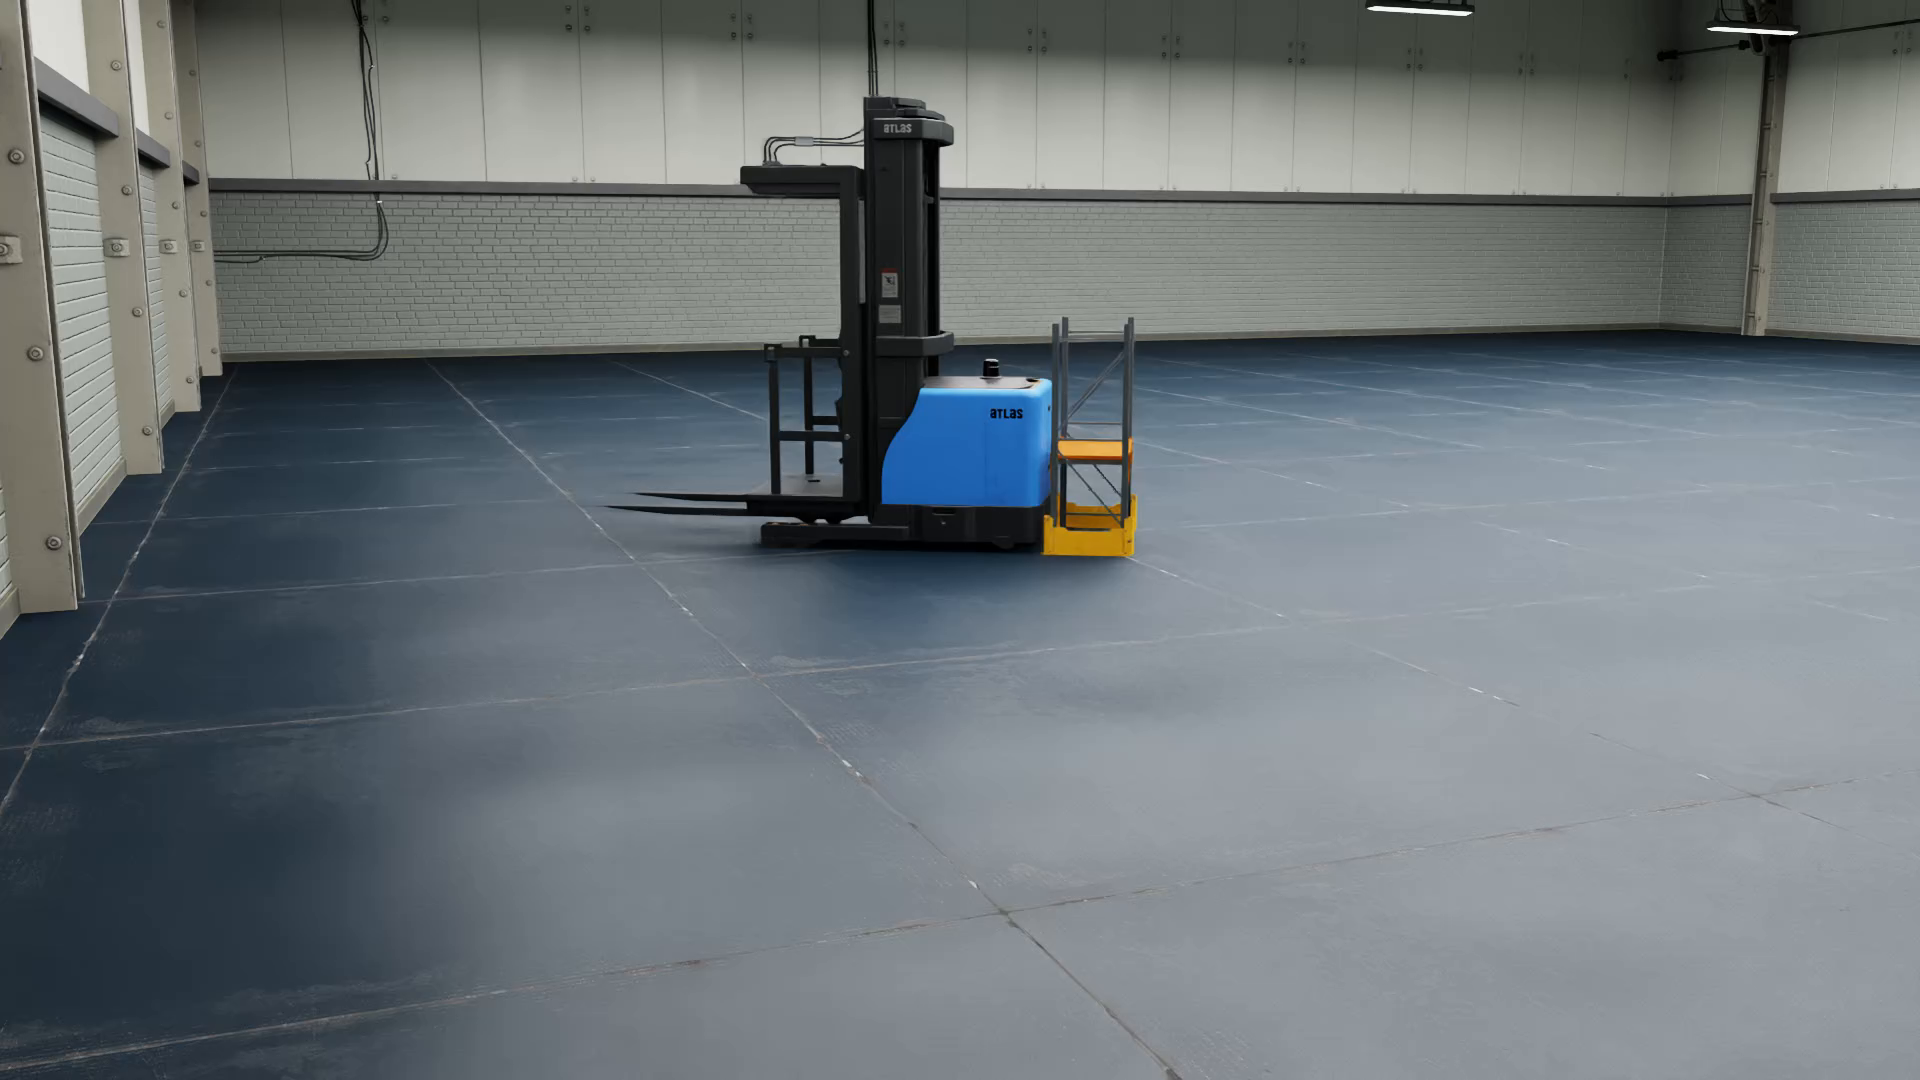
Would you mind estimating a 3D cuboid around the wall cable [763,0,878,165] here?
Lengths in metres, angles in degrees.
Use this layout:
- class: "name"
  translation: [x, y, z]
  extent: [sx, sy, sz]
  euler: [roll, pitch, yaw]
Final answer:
- class: "wall cable"
  translation: [-2.634, -9.843, 31.351]
  extent: [2.305, 6.003, 0.169]
  euler: [-4, 11, -21]

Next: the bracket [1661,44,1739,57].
- class: "bracket"
  translation: [16.580, -11.111, 37.911]
  extent: [0.076, 0.066, 3.189]
  euler: [-4, 11, -21]

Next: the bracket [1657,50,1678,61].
- class: "bracket"
  translation: [16.366, -11.207, 38.453]
  extent: [0.235, 0.232, 0.430]
  euler: [-4, 11, -21]

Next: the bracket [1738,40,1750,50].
- class: "bracket"
  translation: [17.225, -10.821, 36.278]
  extent: [0.235, 0.232, 0.430]
  euler: [-4, 11, -21]

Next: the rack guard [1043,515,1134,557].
- class: "rack guard"
  translation: [0.841, -0.026, 10.855]
  extent: [0.587, 0.250, 0.087]
  euler: [1, 10, 7]

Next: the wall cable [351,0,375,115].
- class: "wall cable"
  translation: [-8.966, -8.698, 29.071]
  extent: [3.097, 2.526, 0.112]
  euler: [-4, 11, -21]

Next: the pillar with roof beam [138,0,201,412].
- class: "pillar with roof beam"
  translation: [-5.466, -6.298, 21.131]
  extent: [9.100, 9.000, 0.400]
  euler: [-4, 11, -21]

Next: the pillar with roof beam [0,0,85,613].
- class: "pillar with roof beam"
  translation: [-1.117, -4.339, 10.120]
  extent: [9.100, 9.000, 0.400]
  euler: [-4, 11, -21]

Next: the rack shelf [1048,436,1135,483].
- class: "rack shelf"
  translation: [0.903, -0.553, 11.273]
  extent: [0.538, 0.185, 1.000]
  euler: [1, 10, 7]

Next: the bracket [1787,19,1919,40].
- class: "bracket"
  translation: [18.460, -10.265, 33.152]
  extent: [0.076, 0.066, 4.783]
  euler: [-4, 11, -21]

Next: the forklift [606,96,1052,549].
- class: "forklift"
  translation: [-0.896, -1.476, 11.349]
  extent: [3.031, 2.935, 1.130]
  euler: [1, 10, 8]

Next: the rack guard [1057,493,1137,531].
- class: "rack guard"
  translation: [0.962, -0.200, 11.829]
  extent: [0.587, 0.250, 0.087]
  euler: [1, 10, 7]

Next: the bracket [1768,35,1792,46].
- class: "bracket"
  translation: [17.526, -10.685, 35.517]
  extent: [0.235, 0.232, 0.430]
  euler: [-4, 11, -21]

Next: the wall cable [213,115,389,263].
- class: "wall cable"
  translation: [-11.488, -6.040, 28.548]
  extent: [3.097, 2.526, 0.112]
  euler: [-4, 11, -21]

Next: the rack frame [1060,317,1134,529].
- class: "rack frame"
  translation: [0.965, -0.818, 11.738]
  extent: [0.500, 1.500, 0.032]
  euler: [1, 10, 7]

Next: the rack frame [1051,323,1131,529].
- class: "rack frame"
  translation: [0.841, -0.642, 10.745]
  extent: [0.500, 1.500, 0.032]
  euler: [1, 10, 7]

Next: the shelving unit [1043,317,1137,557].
- class: "shelving unit"
  translation: [0.902, -0.728, 11.232]
  extent: [0.587, 1.500, 1.083]
  euler: [1, 10, 7]

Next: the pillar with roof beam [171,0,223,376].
- class: "pillar with roof beam"
  translation: [-7.640, -7.277, 26.637]
  extent: [9.100, 9.000, 0.548]
  euler: [-4, 11, -21]

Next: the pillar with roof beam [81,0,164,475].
- class: "pillar with roof beam"
  translation: [-3.292, -5.319, 15.625]
  extent: [9.100, 9.000, 0.400]
  euler: [-4, 11, -21]

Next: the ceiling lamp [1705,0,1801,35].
- class: "ceiling lamp"
  translation: [14.483, -10.932, 30.513]
  extent: [2.000, 3.185, 0.800]
  euler: [-4, 11, -21]

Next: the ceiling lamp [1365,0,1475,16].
- class: "ceiling lamp"
  translation: [7.642, -10.466, 27.894]
  extent: [2.000, 3.185, 0.800]
  euler: [-4, 11, -21]

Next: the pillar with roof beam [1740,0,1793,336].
- class: "pillar with roof beam"
  translation: [13.694, -8.730, 34.803]
  extent: [9.100, 9.000, 0.548]
  euler: [-4, 11, -21]
